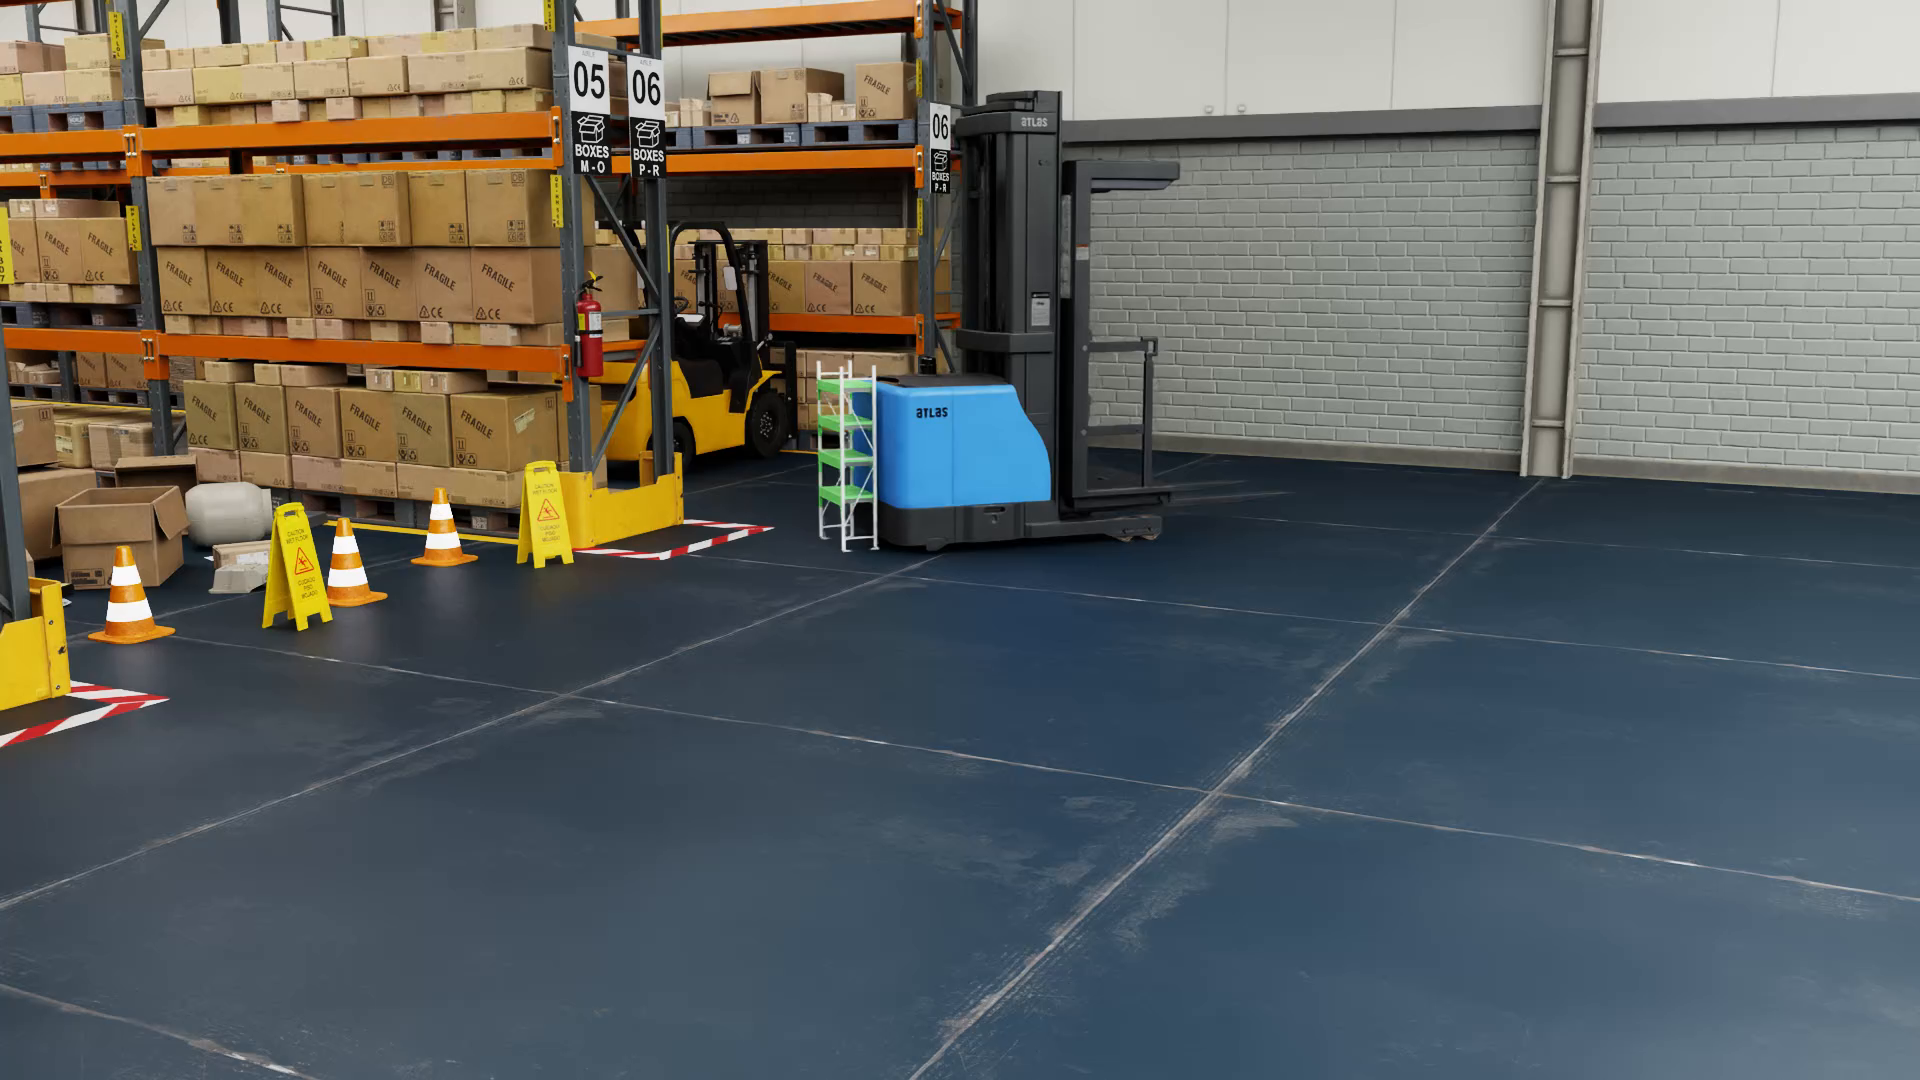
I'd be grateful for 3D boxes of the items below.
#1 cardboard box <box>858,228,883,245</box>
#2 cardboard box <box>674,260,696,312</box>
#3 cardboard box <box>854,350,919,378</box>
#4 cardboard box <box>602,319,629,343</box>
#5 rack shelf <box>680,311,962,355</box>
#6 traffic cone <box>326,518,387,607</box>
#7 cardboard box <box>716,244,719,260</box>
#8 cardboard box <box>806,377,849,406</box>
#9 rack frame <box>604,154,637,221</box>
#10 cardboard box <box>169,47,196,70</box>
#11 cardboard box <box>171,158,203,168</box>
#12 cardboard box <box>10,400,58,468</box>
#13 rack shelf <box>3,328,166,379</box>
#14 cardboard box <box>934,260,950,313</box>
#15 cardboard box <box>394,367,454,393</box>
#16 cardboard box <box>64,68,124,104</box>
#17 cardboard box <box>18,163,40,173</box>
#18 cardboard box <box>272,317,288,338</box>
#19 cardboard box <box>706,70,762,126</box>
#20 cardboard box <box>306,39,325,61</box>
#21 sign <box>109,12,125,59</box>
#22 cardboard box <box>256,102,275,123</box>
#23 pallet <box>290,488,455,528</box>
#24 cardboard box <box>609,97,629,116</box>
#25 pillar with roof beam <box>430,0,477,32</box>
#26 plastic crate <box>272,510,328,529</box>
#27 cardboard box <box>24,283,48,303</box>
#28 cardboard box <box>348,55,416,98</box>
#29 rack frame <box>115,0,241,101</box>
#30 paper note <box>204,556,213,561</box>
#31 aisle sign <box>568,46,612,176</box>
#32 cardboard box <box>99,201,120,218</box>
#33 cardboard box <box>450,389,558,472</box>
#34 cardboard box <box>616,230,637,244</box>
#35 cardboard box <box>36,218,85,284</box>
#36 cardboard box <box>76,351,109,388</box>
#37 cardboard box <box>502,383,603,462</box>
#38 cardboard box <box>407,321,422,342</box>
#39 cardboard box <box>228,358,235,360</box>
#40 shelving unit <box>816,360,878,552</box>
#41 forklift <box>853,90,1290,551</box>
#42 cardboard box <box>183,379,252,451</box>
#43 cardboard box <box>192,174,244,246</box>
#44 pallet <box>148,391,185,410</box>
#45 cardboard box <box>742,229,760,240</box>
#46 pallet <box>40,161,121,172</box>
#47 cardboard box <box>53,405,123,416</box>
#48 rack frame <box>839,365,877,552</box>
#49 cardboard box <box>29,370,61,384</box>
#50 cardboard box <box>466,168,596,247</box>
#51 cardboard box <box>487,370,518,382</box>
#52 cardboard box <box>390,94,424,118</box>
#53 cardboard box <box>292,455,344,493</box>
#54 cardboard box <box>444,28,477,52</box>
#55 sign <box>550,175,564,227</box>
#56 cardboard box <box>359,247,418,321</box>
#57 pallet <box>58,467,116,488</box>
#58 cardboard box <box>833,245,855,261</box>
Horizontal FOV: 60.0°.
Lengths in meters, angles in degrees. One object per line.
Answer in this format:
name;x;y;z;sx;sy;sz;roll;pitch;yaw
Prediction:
cardboard box;-0.756;-2.834;15.527;0.250;0.149;0.380;5;11;26
cardboard box;-2.482;-2.519;16.448;0.500;0.500;0.500;5;11;25
cardboard box;-0.657;-1.642;15.614;0.500;0.250;0.500;5;12;28
cardboard box;-2.512;-1.453;11.541;0.250;0.149;0.380;5;11;26
rack shelf;-1.900;-2.113;16.505;4.000;0.370;1.077;5;11;26
traffic cone;-3.442;0.108;9.336;0.334;0.463;0.336;5;11;26
cardboard box;-2.389;-2.821;16.291;0.250;0.149;0.380;5;11;24
cardboard box;-1.126;-1.439;15.897;0.500;0.250;0.500;5;11;25
rack frame;-3.693;-2.625;17.312;0.127;3.000;1.000;5;11;26
cardboard box;-5.502;-3.484;12.101;0.250;0.149;0.380;5;12;28
cardboard box;-8.748;-4.423;19.245;0.500;0.250;0.500;5;11;26
cardboard box;-6.647;-0.688;11.501;0.500;0.500;0.500;5;11;26
rack shelf;-7.680;-1.636;13.865;4.000;0.370;1.077;5;11;26
cardboard box;-0.428;-2.442;16.022;0.500;0.500;0.500;5;12;28
cardboard box;-3.716;-1.119;11.603;0.250;0.149;0.380;5;12;27
cardboard box;-6.474;-3.464;12.765;0.500;0.250;0.500;5;11;25
cardboard box;-11.321;-4.589;20.446;0.250;0.149;0.380;5;11;25
cardboard box;-4.785;-1.564;12.152;0.250;0.149;0.380;5;11;26
cardboard box;-1.993;-4.237;16.048;0.637;0.503;0.797;5;12;28
cardboard box;-4.318;-3.391;11.585;0.250;0.149;0.380;5;12;27
sign;-6.129;-3.667;12.090;0.005;0.325;0.100;5;11;26
cardboard box;-4.793;-3.040;11.889;0.250;0.149;0.380;5;11;24
pallet;-4.170;-0.317;12.387;1.213;0.211;1.003;5;11;26
cardboard box;-2.453;-2.947;11.374;0.250;0.149;0.380;5;11;26
pillar with roof beam;-7.617;-5.246;14.948;0.400;9.000;9.100;5;11;26
plastic crate;-4.841;-0.141;11.783;0.583;0.080;0.402;1;10;6
cardboard box;-7.176;-1.969;13.214;0.250;0.149;0.380;5;11;26
cardboard box;-3.795;-3.143;11.335;0.500;0.250;0.500;5;12;27
rack frame;-5.886;-4.784;12.396;0.127;3.000;1.000;5;11;26
paper note;-4.723;0.102;10.611;0.148;0.019;0.142;-10;14;-43
aisle sign;-2.372;-2.745;10.674;0.004;0.787;0.394;5;11;26
cardboard box;-7.171;-2.716;13.698;0.250;0.149;0.380;6;12;29
cardboard box;-3.133;-0.761;11.448;0.500;0.500;0.500;5;11;26
cardboard box;-3.256;-3.064;16.799;0.250;0.149;0.380;5;11;27
cardboard box;-6.847;-2.273;13.070;0.500;0.500;0.500;5;11;26
cardboard box;-10.534;-2.158;20.571;0.500;0.500;0.500;6;12;28
cardboard box;-2.922;-0.849;11.934;0.500;0.500;0.500;5;11;24
cardboard box;-3.638;-1.472;11.649;0.250;0.149;0.380;5;11;27
cardboard box;-8.199;-1.957;19.460;0.500;0.500;0.500;5;11;25
shelving unit;-0.747;-0.563;10.974;0.258;1.200;0.503;-4;11;-22
forklift;0.825;-1.513;11.360;3.031;2.935;1.130;-4;11;-22
cardboard box;-5.477;-0.965;12.575;0.500;0.500;0.500;6;12;29
cardboard box;-5.139;-2.407;12.181;0.500;0.500;0.700;5;11;26
pallet;-9.023;-1.729;20.192;1.213;0.211;1.003;5;11;26
cardboard box;-1.899;-2.939;16.110;0.250;0.149;0.380;5;11;27
pallet;-10.314;-4.576;20.199;1.003;0.211;1.213;5;11;26
cardboard box;-7.628;-0.897;13.964;0.625;0.372;0.950;5;12;28
rack frame;-0.656;-0.523;10.751;0.240;1.200;0.015;-4;11;-22
cardboard box;-11.497;-2.056;20.995;0.250;0.149;0.380;5;11;24
cardboard box;-2.854;-2.210;11.094;0.500;0.500;0.700;5;11;24
cardboard box;-4.859;-1.765;18.048;0.625;0.625;0.875;5;11;25
cardboard box;-3.646;-2.936;11.313;0.250;0.149;0.380;5;11;25
cardboard box;-4.516;-0.514;12.191;0.500;0.250;0.500;5;11;25
cardboard box;-3.184;-3.285;11.000;0.250;0.149;0.380;5;11;25
sign;-2.563;-2.155;10.576;0.005;0.325;0.100;5;11;26
cardboard box;-3.802;-1.791;11.589;0.500;0.500;0.500;5;11;26
pallet;-6.585;-0.521;13.516;1.213;0.211;1.003;5;11;26
cardboard box;-0.989;-2.706;15.659;0.250;0.149;0.380;5;12;27
